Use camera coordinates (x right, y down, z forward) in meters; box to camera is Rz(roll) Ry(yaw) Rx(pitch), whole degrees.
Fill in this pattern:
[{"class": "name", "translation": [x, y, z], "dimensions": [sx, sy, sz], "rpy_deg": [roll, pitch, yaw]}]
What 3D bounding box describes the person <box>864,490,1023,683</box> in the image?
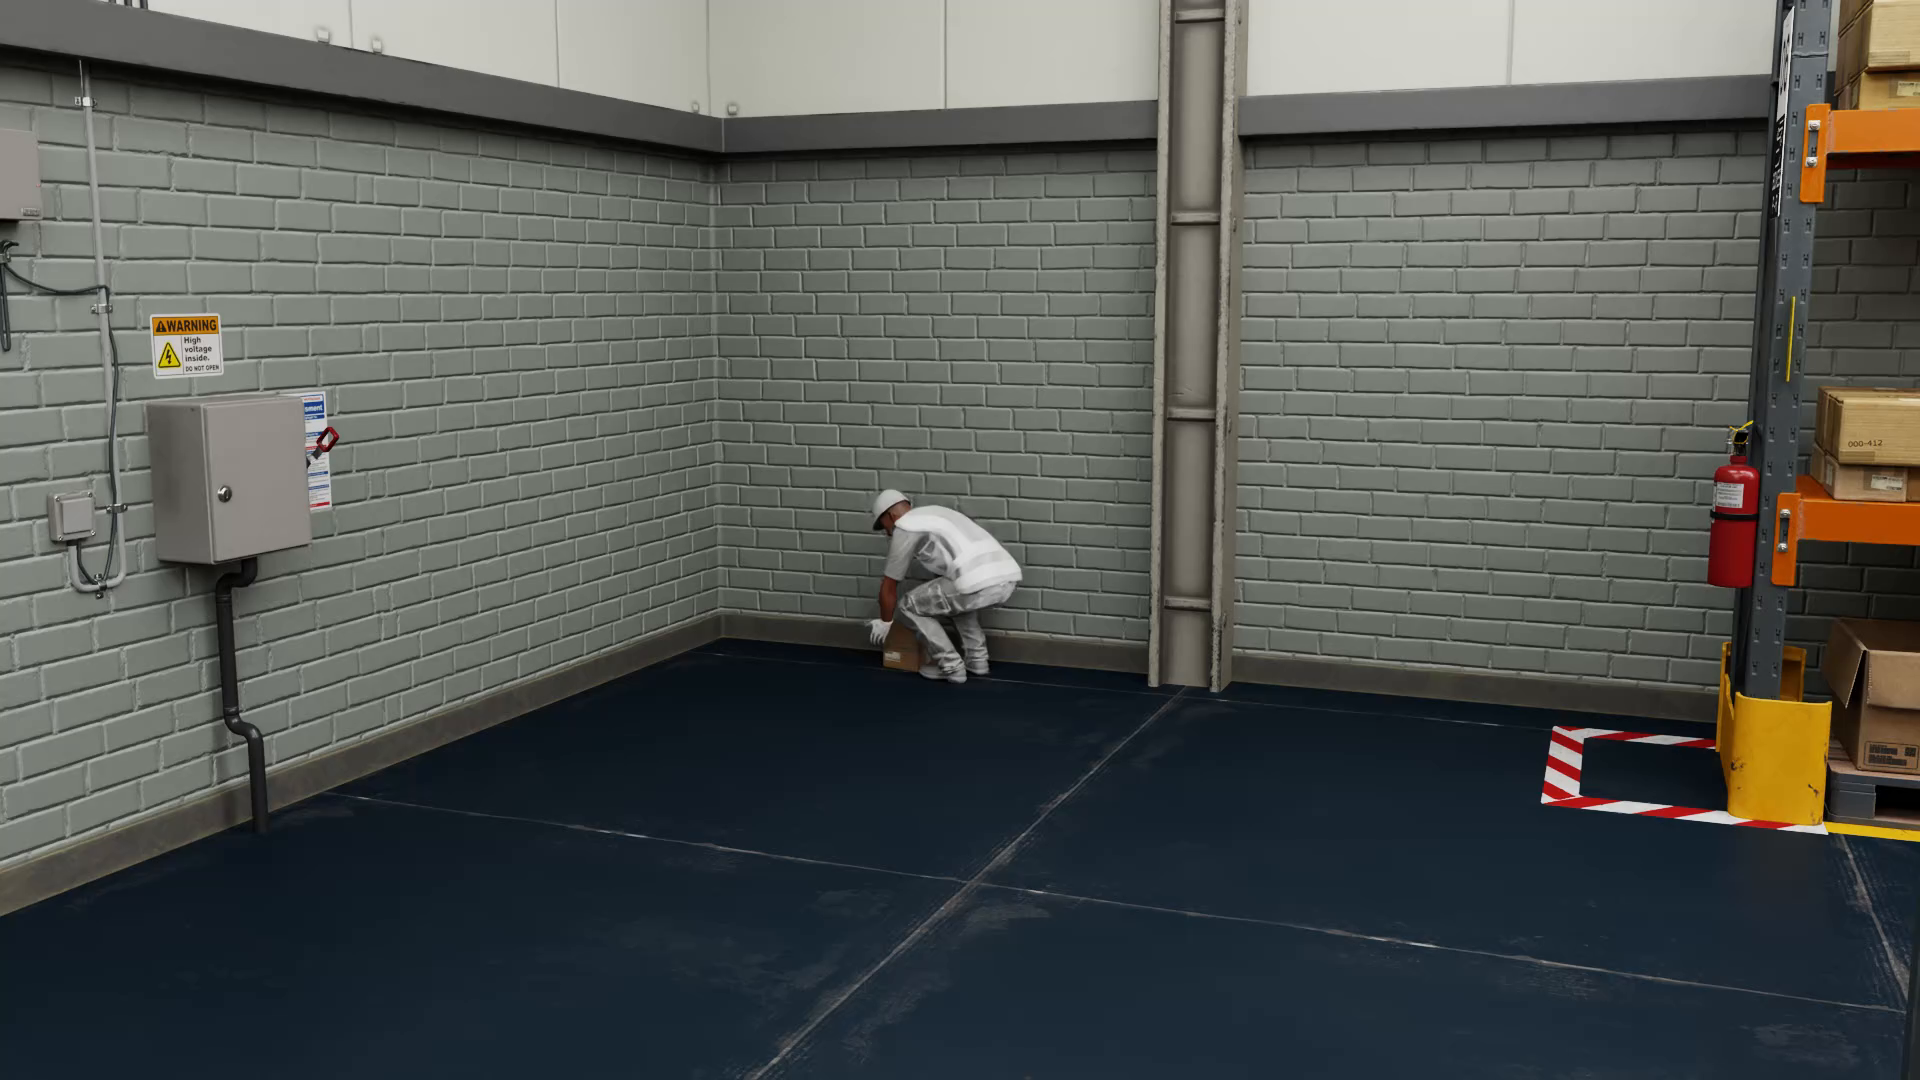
[{"class": "person", "translation": [-0.110, 0.249, 9.215], "dimensions": [0.893, 1.016, 0.574], "rpy_deg": [7, 11, 40]}]
